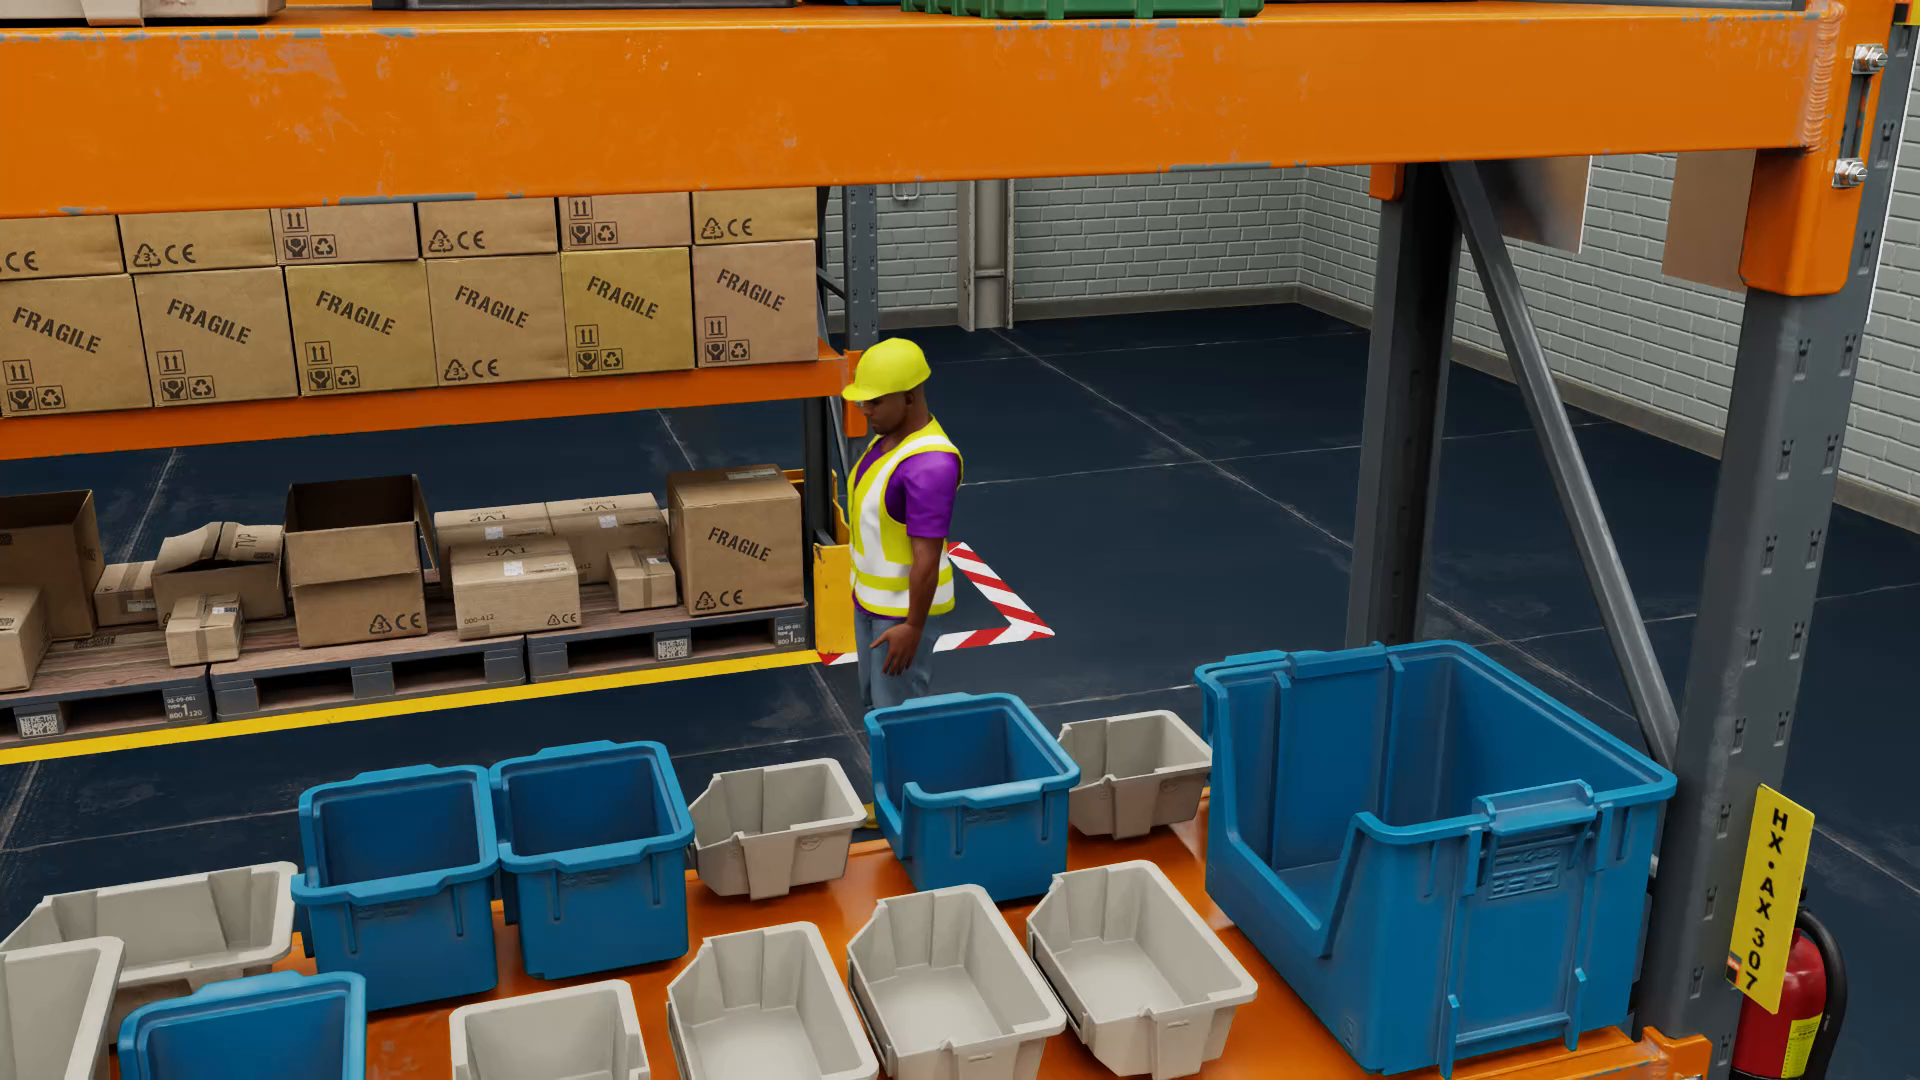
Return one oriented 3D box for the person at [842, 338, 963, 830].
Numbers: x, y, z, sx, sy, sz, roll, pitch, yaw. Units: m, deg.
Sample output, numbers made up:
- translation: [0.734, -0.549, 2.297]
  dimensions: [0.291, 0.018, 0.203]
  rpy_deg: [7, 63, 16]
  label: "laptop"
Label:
- translation: [-0.193, 0.205, 5.444]
  dimensions: [0.363, 1.759, 0.567]
  rpy_deg: [-6, 20, -16]
  label: "person"
